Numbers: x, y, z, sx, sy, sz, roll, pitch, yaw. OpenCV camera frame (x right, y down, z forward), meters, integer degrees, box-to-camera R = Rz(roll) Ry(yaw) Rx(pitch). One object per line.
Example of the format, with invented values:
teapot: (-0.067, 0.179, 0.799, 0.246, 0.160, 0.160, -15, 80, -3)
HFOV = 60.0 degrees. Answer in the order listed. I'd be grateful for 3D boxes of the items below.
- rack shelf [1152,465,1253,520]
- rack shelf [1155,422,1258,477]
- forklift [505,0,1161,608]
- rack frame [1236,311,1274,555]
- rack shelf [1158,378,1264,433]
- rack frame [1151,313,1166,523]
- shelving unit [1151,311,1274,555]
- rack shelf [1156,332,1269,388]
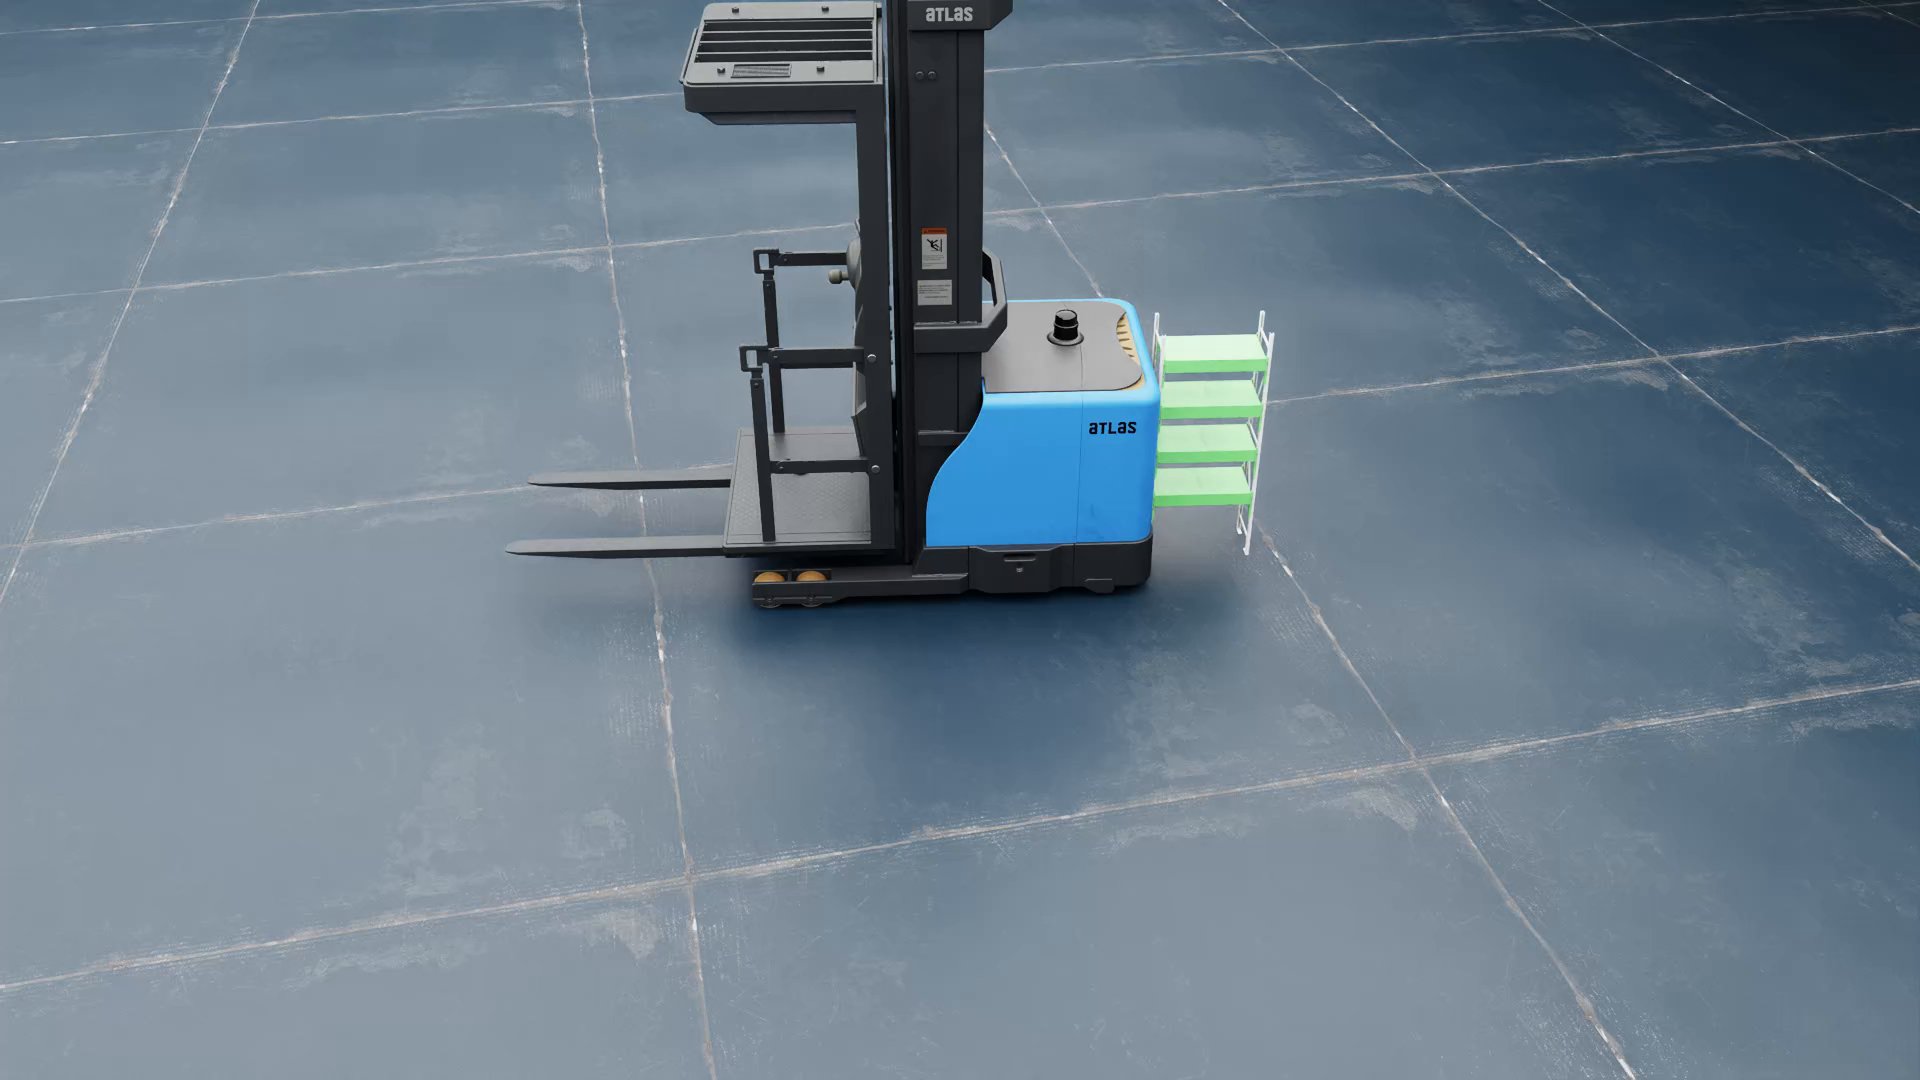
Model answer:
rack shelf: (1.155, -0.232, 8.065, 0.480, 0.148, 0.258, -1, 34, -2)
rack shelf: (1.155, -0.432, 7.931, 0.480, 0.148, 0.258, -1, 34, -2)
forklift: (-0.630, -1.202, 7.410, 3.031, 2.935, 1.130, -1, 34, -2)
rack frame: (1.399, -0.491, 7.904, 0.015, 1.200, 0.240, -1, 34, -2)
rack shelf: (1.155, -0.631, 7.797, 0.480, 0.148, 0.258, -1, 34, -2)
rack frame: (0.911, -0.479, 7.887, 0.015, 1.200, 0.240, -1, 34, -2)
shelving unit: (1.155, -0.485, 7.895, 0.503, 1.200, 0.258, -1, 34, -2)
rack shelf: (1.155, -0.830, 7.664, 0.480, 0.148, 0.258, -1, 34, -2)
